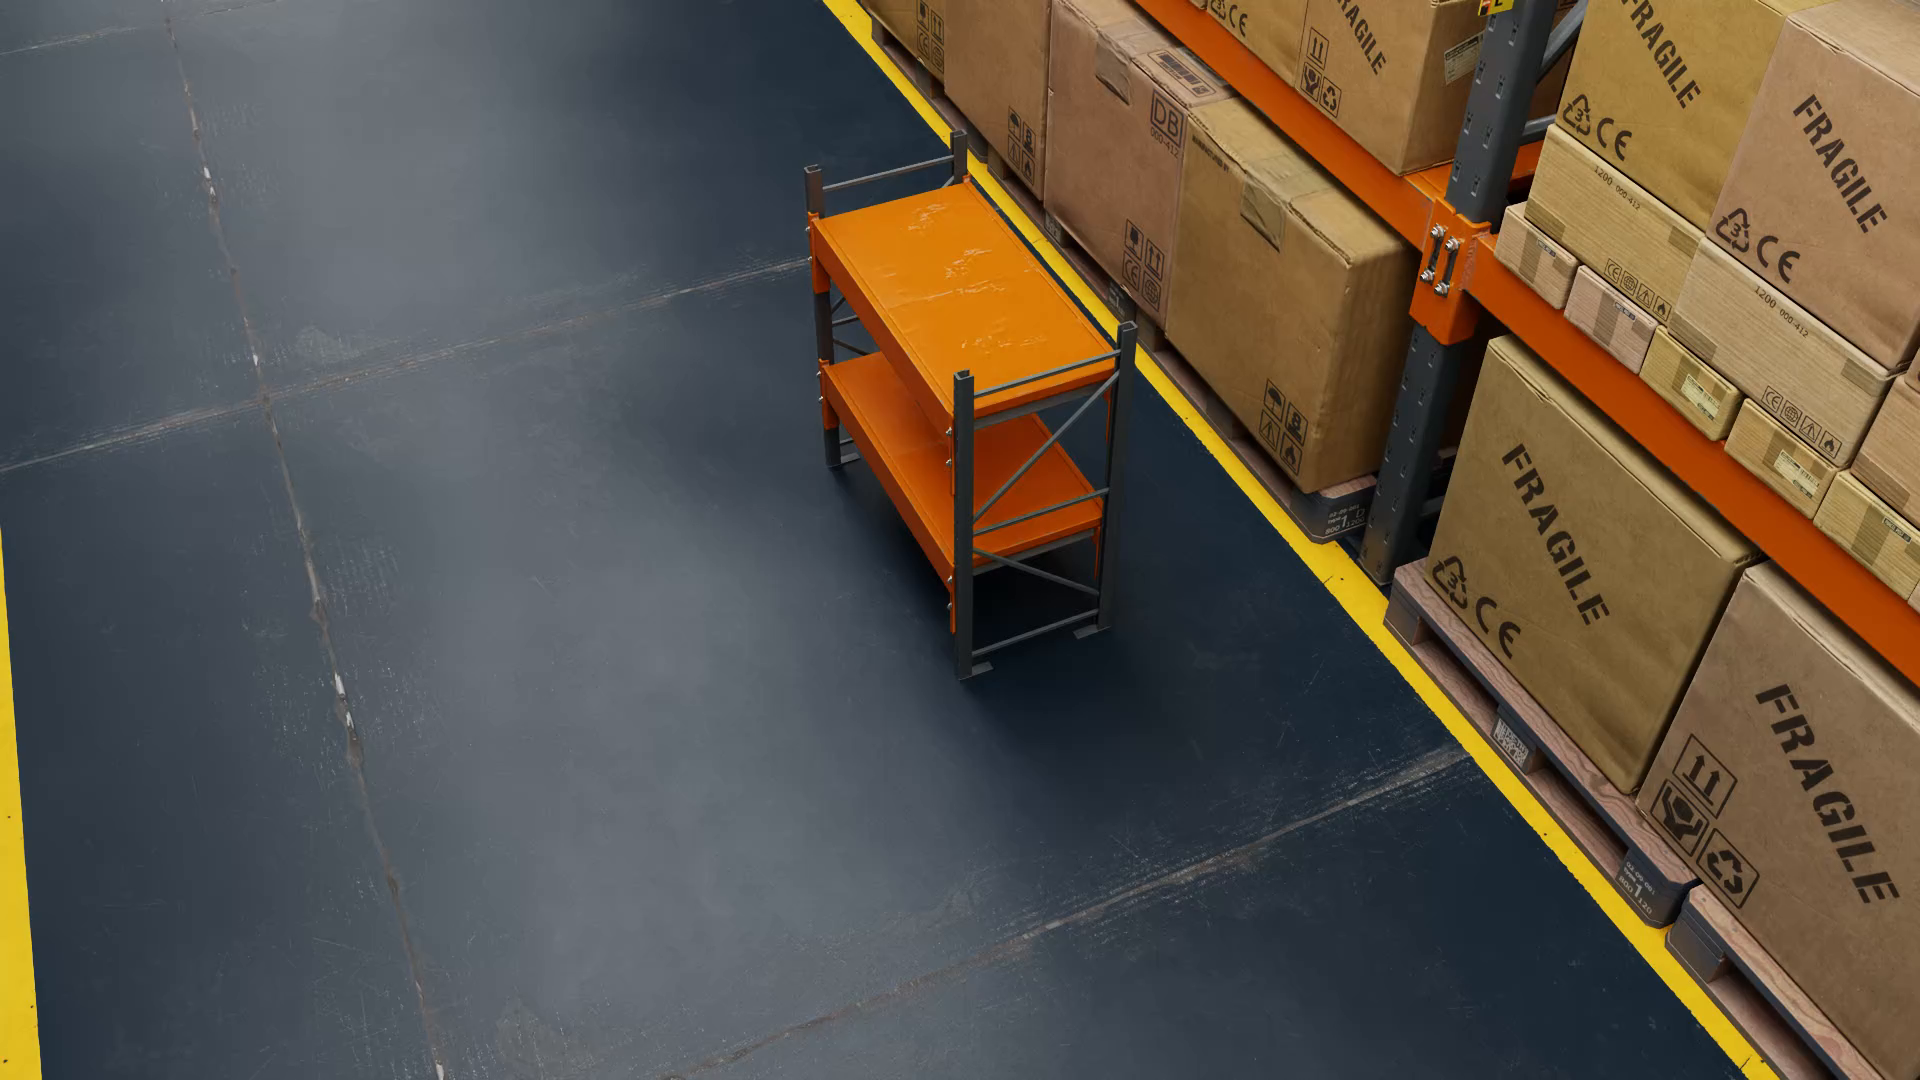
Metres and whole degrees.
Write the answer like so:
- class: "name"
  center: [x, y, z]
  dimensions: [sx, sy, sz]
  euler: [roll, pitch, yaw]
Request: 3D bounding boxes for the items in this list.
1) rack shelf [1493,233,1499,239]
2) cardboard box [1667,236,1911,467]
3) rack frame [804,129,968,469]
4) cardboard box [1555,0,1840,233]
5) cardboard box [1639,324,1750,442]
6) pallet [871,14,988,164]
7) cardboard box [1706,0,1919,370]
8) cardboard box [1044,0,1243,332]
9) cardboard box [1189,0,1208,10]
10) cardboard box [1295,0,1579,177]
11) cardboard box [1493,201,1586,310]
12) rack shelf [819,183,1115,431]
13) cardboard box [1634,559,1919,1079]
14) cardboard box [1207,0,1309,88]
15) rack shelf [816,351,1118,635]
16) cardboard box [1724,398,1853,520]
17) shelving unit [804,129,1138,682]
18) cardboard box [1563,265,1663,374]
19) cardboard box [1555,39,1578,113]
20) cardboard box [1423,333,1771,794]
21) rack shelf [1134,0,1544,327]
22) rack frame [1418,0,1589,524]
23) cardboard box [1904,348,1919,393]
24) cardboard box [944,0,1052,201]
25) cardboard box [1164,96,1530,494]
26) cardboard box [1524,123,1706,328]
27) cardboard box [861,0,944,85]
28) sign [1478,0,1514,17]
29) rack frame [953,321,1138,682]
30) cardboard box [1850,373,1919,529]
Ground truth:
- class: "rack shelf"
  center: [2.554, 0.356, 3.126]
  dimensions: [0.919, 0.124, 3.809]
  euler: [-18, 47, -17]
- class: "cardboard box"
  center: [1.878, -0.462, 3.478]
  dimensions: [0.500, 0.250, 0.500]
  euler: [-18, 47, -18]
- class: "rack frame"
  center: [-0.211, -0.720, 5.179]
  dimensions: [0.500, 1.125, 0.032]
  euler: [-18, 47, -17]
- class: "cardboard box"
  center: [1.683, -1.043, 3.533]
  dimensions: [0.500, 0.500, 0.500]
  euler: [-18, 47, -17]
- class: "cardboard box"
  center: [1.758, -0.393, 3.692]
  dimensions: [0.380, 0.149, 0.250]
  euler: [-17, 47, -16]
- class: "pallet"
  center: [0.295, -2.136, 7.265]
  dimensions: [1.003, 0.211, 1.213]
  euler: [-18, 47, -17]
- class: "cardboard box"
  center: [1.883, -0.727, 3.213]
  dimensions: [0.500, 0.500, 0.500]
  euler: [-18, 47, -17]
- class: "cardboard box"
  center: [1.050, -1.469, 5.817]
  dimensions: [1.225, 0.875, 0.875]
  euler: [-20, 48, -19]
- class: "cardboard box"
  center: [0.841, -2.006, 5.076]
  dimensions: [0.500, 0.500, 0.500]
  euler: [-19, 48, -18]
- class: "cardboard box"
  center: [1.269, -1.358, 4.419]
  dimensions: [0.500, 0.500, 0.500]
  euler: [-18, 47, -17]
- class: "cardboard box"
  center: [1.536, -0.729, 4.032]
  dimensions: [0.380, 0.149, 0.250]
  euler: [-18, 47, -17]
- class: "rack shelf"
  center: [0.003, -0.657, 4.593]
  dimensions: [0.459, 0.093, 0.952]
  euler: [-18, 47, -17]
- class: "cardboard box"
  center: [2.297, 0.520, 3.801]
  dimensions: [0.875, 0.875, 0.875]
  euler: [-18, 47, -17]
- class: "cardboard box"
  center: [1.067, -1.675, 4.741]
  dimensions: [0.500, 0.500, 0.500]
  euler: [-17, 47, -16]
- class: "rack shelf"
  center: [0.003, -0.222, 5.022]
  dimensions: [0.538, 0.278, 1.000]
  euler: [-18, 47, -17]
- class: "cardboard box"
  center: [1.870, -0.226, 3.523]
  dimensions: [0.380, 0.149, 0.250]
  euler: [-19, 48, -18]
- class: "shelving unit"
  center: [0.003, -0.396, 4.851]
  dimensions: [0.538, 1.125, 1.048]
  euler: [-18, 47, -17]
- class: "cardboard box"
  center: [1.647, -0.561, 3.862]
  dimensions: [0.380, 0.149, 0.250]
  euler: [-20, 48, -19]
- class: "cardboard box"
  center: [1.747, -1.507, 4.571]
  dimensions: [0.500, 0.500, 0.500]
  euler: [-18, 47, -17]
- class: "cardboard box"
  center: [1.918, -0.054, 4.382]
  dimensions: [0.875, 0.875, 0.875]
  euler: [-18, 47, -17]
- class: "rack shelf"
  center: [0.873, -2.123, 5.778]
  dimensions: [1.077, 0.370, 4.000]
  euler: [-18, 47, -17]
- class: "rack frame"
  center: [1.711, -1.104, 4.233]
  dimensions: [0.949, 2.616, 0.053]
  euler: [-18, 47, -17]
- class: "cardboard box"
  center: [2.106, -0.397, 2.878]
  dimensions: [0.500, 0.500, 0.500]
  euler: [-19, 48, -19]
- class: "cardboard box"
  center: [0.671, -2.031, 6.386]
  dimensions: [1.225, 0.875, 0.875]
  euler: [-18, 47, -17]
- class: "cardboard box"
  center: [1.426, -0.900, 5.240]
  dimensions: [1.225, 0.875, 0.875]
  euler: [-18, 47, -17]
- class: "cardboard box"
  center: [1.673, -0.780, 3.800]
  dimensions: [0.500, 0.250, 0.500]
  euler: [-19, 48, -18]
- class: "cardboard box"
  center: [0.303, -2.601, 6.964]
  dimensions: [1.225, 0.875, 0.875]
  euler: [-20, 48, -19]
- class: "sign"
  center: [1.225, -1.322, 3.686]
  dimensions: [0.100, 0.325, 0.005]
  euler: [-18, 47, -17]
- class: "rack frame"
  center: [0.217, -0.072, 4.522]
  dimensions: [0.500, 1.125, 0.032]
  euler: [-18, 47, -17]
- class: "cardboard box"
  center: [2.101, -0.134, 3.145]
  dimensions: [0.500, 0.250, 0.500]
  euler: [-17, 47, -16]
